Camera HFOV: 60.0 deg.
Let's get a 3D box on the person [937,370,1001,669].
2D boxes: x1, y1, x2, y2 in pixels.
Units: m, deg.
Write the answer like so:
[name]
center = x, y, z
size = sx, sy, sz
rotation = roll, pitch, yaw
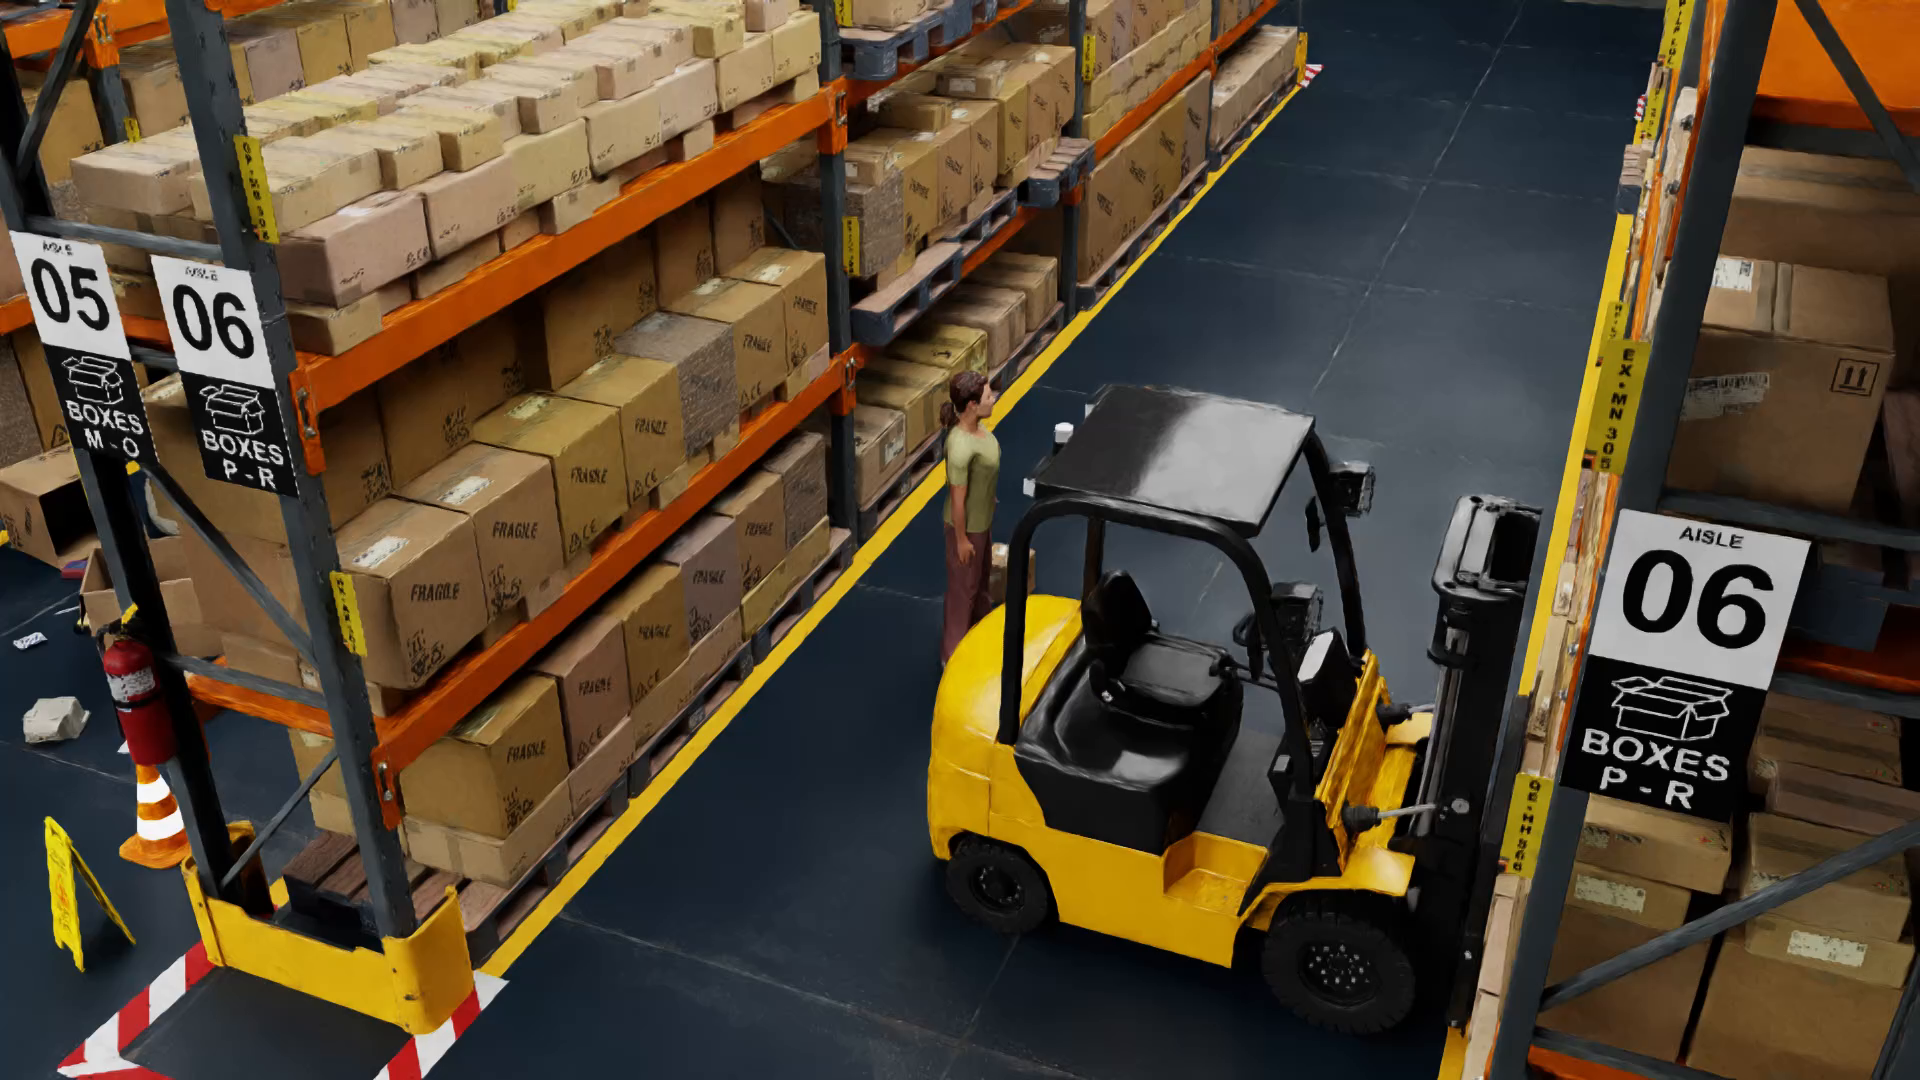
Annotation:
[person]
center = 0.087, -0.096, 8.508
size = 0.367, 1.681, 0.577
rotation = 5, 30, 8
